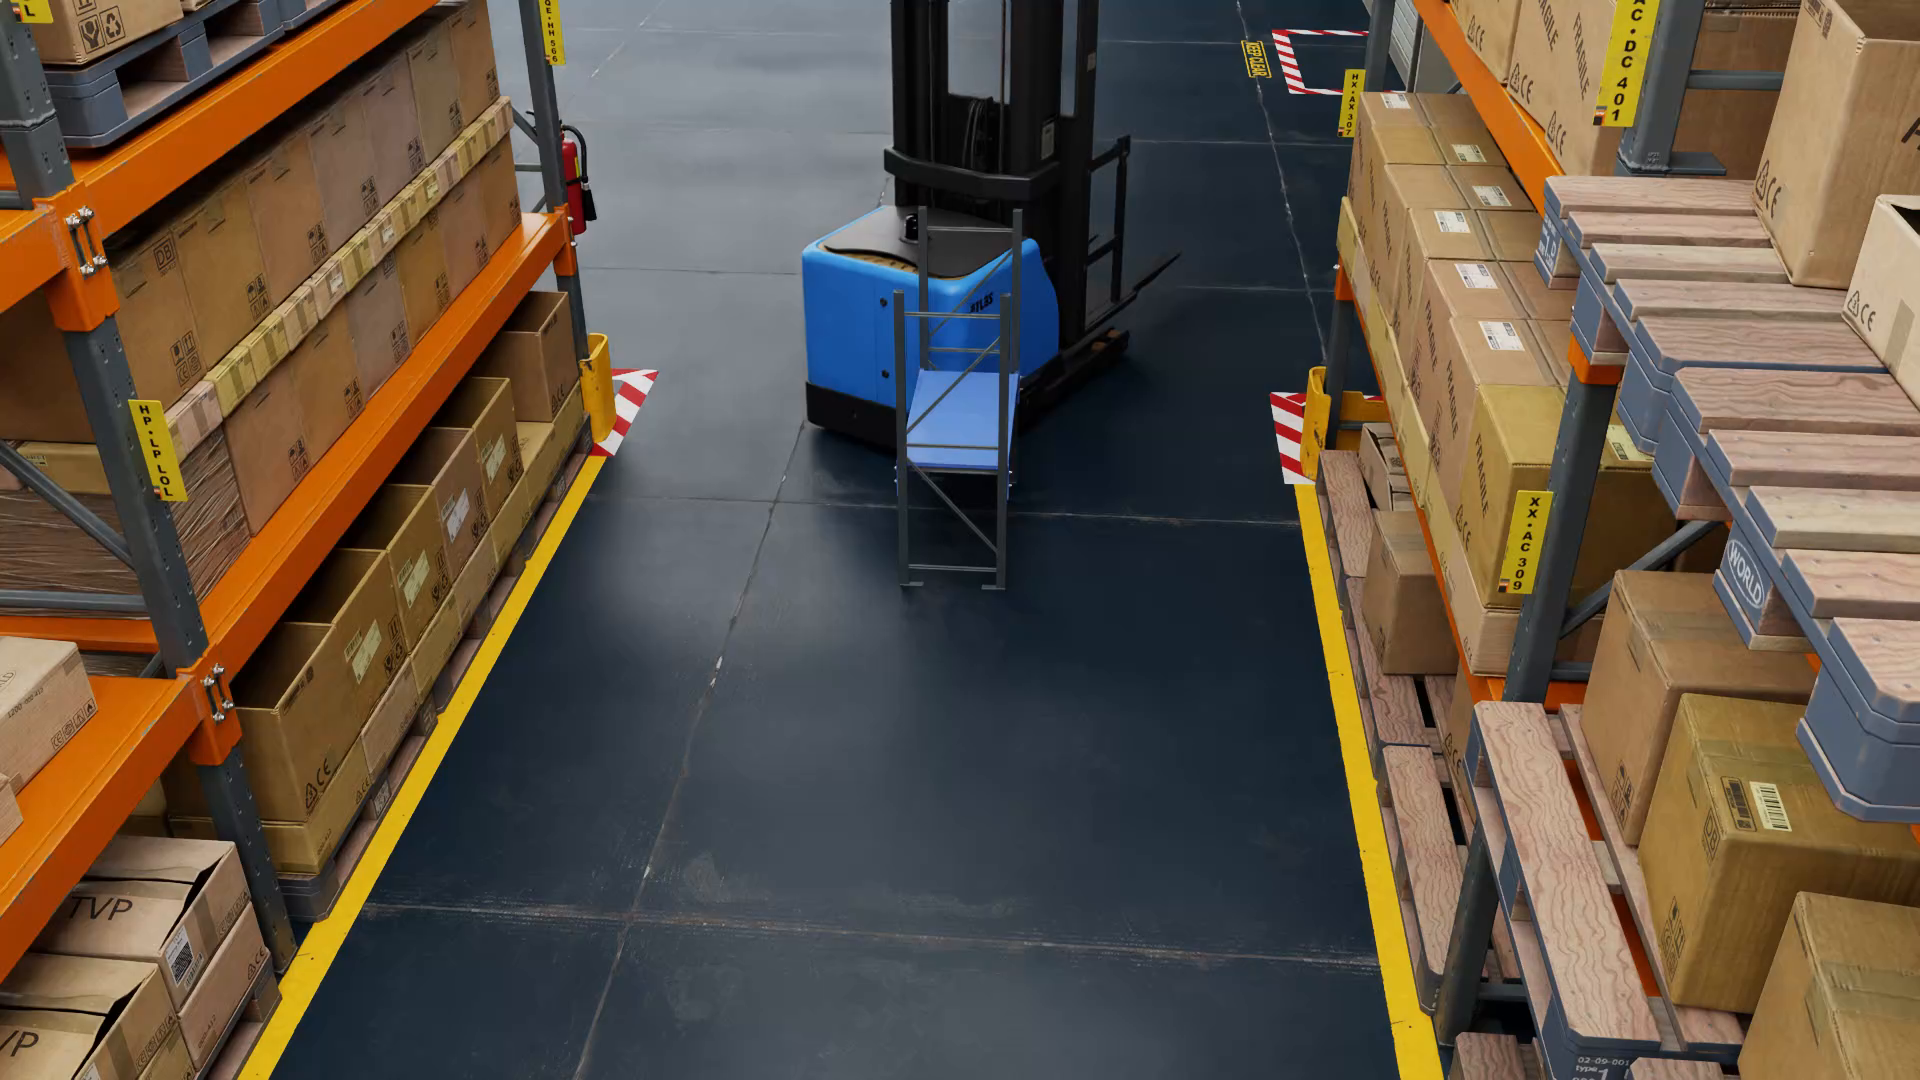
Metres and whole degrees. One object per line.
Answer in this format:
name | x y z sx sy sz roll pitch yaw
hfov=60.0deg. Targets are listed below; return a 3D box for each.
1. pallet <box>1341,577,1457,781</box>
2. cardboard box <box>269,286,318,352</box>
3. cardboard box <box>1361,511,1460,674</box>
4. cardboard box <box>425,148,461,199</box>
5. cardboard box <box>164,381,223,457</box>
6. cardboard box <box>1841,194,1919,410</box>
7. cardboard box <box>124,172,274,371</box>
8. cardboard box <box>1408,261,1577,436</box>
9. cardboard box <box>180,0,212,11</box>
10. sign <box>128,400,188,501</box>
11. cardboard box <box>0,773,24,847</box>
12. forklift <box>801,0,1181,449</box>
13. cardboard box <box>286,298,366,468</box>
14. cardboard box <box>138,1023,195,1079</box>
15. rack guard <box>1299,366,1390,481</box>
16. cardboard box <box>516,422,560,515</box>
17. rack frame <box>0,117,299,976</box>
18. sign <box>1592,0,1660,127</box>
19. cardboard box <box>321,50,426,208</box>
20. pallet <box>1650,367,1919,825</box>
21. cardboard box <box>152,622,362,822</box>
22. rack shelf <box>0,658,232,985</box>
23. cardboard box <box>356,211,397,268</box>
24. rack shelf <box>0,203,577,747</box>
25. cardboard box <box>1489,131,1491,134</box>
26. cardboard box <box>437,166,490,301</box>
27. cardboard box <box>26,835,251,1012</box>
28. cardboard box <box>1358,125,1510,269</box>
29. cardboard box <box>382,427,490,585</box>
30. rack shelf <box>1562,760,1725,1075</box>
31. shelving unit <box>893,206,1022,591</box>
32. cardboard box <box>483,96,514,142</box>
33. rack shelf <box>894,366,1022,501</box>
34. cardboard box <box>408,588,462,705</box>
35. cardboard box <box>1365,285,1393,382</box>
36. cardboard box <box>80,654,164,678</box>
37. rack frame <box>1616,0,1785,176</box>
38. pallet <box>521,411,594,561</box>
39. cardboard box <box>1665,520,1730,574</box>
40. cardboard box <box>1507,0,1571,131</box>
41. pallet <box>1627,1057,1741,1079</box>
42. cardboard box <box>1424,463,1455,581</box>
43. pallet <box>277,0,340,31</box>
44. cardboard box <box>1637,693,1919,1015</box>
pallet | 2.207 0.591 7.090 1.003 0.211 1.213 2 32 4
cardboard box | -2.549 -0.798 5.973 0.380 0.149 0.250 1 32 2
cardboard box | 2.115 0.219 6.999 0.700 0.500 0.500 1 32 1
cardboard box | -2.425 -1.614 7.296 0.380 0.149 0.250 3 32 5
cardboard box | -2.611 -0.395 5.319 0.380 0.149 0.250 3 32 5
cardboard box | 1.917 -0.417 2.893 0.500 0.311 0.500 3 32 6
cardboard box | -2.777 -0.905 5.527 0.700 0.500 0.500 2 32 4
cardboard box | 1.908 -0.652 5.858 0.500 0.500 0.500 2 32 3
cardboard box | -2.499 -1.825 5.045 0.500 0.311 0.500 1 32 1
sign | -2.305 -0.254 4.776 0.100 0.325 0.005 2 32 4
cardboard box | -2.735 0.712 4.364 0.396 0.266 0.258 2 32 3
forklift | 0.362 -2.378 9.314 1.130 2.935 3.031 18 36 27
cardboard box | -2.735 -0.626 6.312 0.700 0.500 0.500 3 32 5
cardboard box | -2.634 1.672 4.898 0.500 0.250 0.500 2 32 3
rack guard | 2.411 -0.591 8.733 1.175 0.500 0.348 2 32 4
cardboard box | -2.299 -0.358 8.193 0.500 0.250 0.500 2 32 4
rack frame | -2.846 0.187 5.088 1.000 3.000 0.127 2 32 4
sign | 1.550 -1.120 3.856 0.100 0.325 0.005 2 32 4
cardboard box | -2.653 -1.690 6.801 0.700 0.500 0.500 3 32 4
pallet | 1.853 0.060 2.613 1.213 0.211 1.003 2 32 4
cardboard box | -2.497 0.630 5.874 0.500 0.500 0.500 2 32 4
rack shelf | -3.009 1.539 3.580 1.077 0.370 4.000 2 32 4
cardboard box | -2.486 -1.205 6.632 0.380 0.149 0.250 2 32 3
rack shelf | -2.684 -0.553 6.974 1.077 0.370 4.000 2 32 4
cardboard box | 2.590 -1.704 7.564 0.500 0.500 0.500 2 32 3
cardboard box | -2.610 -1.429 7.615 0.700 0.500 0.500 3 32 5
cardboard box | -2.594 1.164 5.189 0.500 0.311 0.500 2 32 4
cardboard box | 2.028 -1.464 7.176 0.500 0.500 0.500 3 32 4
cardboard box | -2.377 -0.154 7.147 0.500 0.500 0.500 2 32 4
rack shelf | 1.928 1.748 3.239 1.077 0.370 4.000 2 32 4
shelving unit | 0.007 -0.683 7.929 0.538 1.500 1.048 2 32 4
cardboard box | -2.362 -2.016 7.948 0.380 0.149 0.250 2 32 3
rack shelf | 0.007 -0.530 8.023 0.538 0.185 1.000 2 32 4
cardboard box | -2.415 0.427 6.919 0.500 0.250 0.500 2 32 4
cardboard box | 1.985 -0.860 6.910 0.500 0.250 0.500 2 32 3
cardboard box | -2.974 0.346 6.334 0.500 0.500 0.500 2 32 4
rack frame | 2.091 -2.158 3.174 1.000 3.000 0.127 2 32 4
pallet | -2.541 -0.316 8.562 1.003 0.211 1.213 2 32 4
cardboard box | 2.338 -0.104 4.969 0.500 0.500 0.500 2 32 3
cardboard box | 1.940 -1.470 4.803 0.500 0.500 0.500 0 32 0
pallet | 1.886 1.533 3.087 1.003 0.211 1.213 2 32 4
cardboard box | 1.876 -0.069 5.627 0.500 0.250 0.500 3 32 4
pallet | -2.701 -2.136 6.082 1.003 0.211 1.213 2 32 4
cardboard box | 1.963 0.723 3.703 0.700 0.500 0.500 6 32 9
